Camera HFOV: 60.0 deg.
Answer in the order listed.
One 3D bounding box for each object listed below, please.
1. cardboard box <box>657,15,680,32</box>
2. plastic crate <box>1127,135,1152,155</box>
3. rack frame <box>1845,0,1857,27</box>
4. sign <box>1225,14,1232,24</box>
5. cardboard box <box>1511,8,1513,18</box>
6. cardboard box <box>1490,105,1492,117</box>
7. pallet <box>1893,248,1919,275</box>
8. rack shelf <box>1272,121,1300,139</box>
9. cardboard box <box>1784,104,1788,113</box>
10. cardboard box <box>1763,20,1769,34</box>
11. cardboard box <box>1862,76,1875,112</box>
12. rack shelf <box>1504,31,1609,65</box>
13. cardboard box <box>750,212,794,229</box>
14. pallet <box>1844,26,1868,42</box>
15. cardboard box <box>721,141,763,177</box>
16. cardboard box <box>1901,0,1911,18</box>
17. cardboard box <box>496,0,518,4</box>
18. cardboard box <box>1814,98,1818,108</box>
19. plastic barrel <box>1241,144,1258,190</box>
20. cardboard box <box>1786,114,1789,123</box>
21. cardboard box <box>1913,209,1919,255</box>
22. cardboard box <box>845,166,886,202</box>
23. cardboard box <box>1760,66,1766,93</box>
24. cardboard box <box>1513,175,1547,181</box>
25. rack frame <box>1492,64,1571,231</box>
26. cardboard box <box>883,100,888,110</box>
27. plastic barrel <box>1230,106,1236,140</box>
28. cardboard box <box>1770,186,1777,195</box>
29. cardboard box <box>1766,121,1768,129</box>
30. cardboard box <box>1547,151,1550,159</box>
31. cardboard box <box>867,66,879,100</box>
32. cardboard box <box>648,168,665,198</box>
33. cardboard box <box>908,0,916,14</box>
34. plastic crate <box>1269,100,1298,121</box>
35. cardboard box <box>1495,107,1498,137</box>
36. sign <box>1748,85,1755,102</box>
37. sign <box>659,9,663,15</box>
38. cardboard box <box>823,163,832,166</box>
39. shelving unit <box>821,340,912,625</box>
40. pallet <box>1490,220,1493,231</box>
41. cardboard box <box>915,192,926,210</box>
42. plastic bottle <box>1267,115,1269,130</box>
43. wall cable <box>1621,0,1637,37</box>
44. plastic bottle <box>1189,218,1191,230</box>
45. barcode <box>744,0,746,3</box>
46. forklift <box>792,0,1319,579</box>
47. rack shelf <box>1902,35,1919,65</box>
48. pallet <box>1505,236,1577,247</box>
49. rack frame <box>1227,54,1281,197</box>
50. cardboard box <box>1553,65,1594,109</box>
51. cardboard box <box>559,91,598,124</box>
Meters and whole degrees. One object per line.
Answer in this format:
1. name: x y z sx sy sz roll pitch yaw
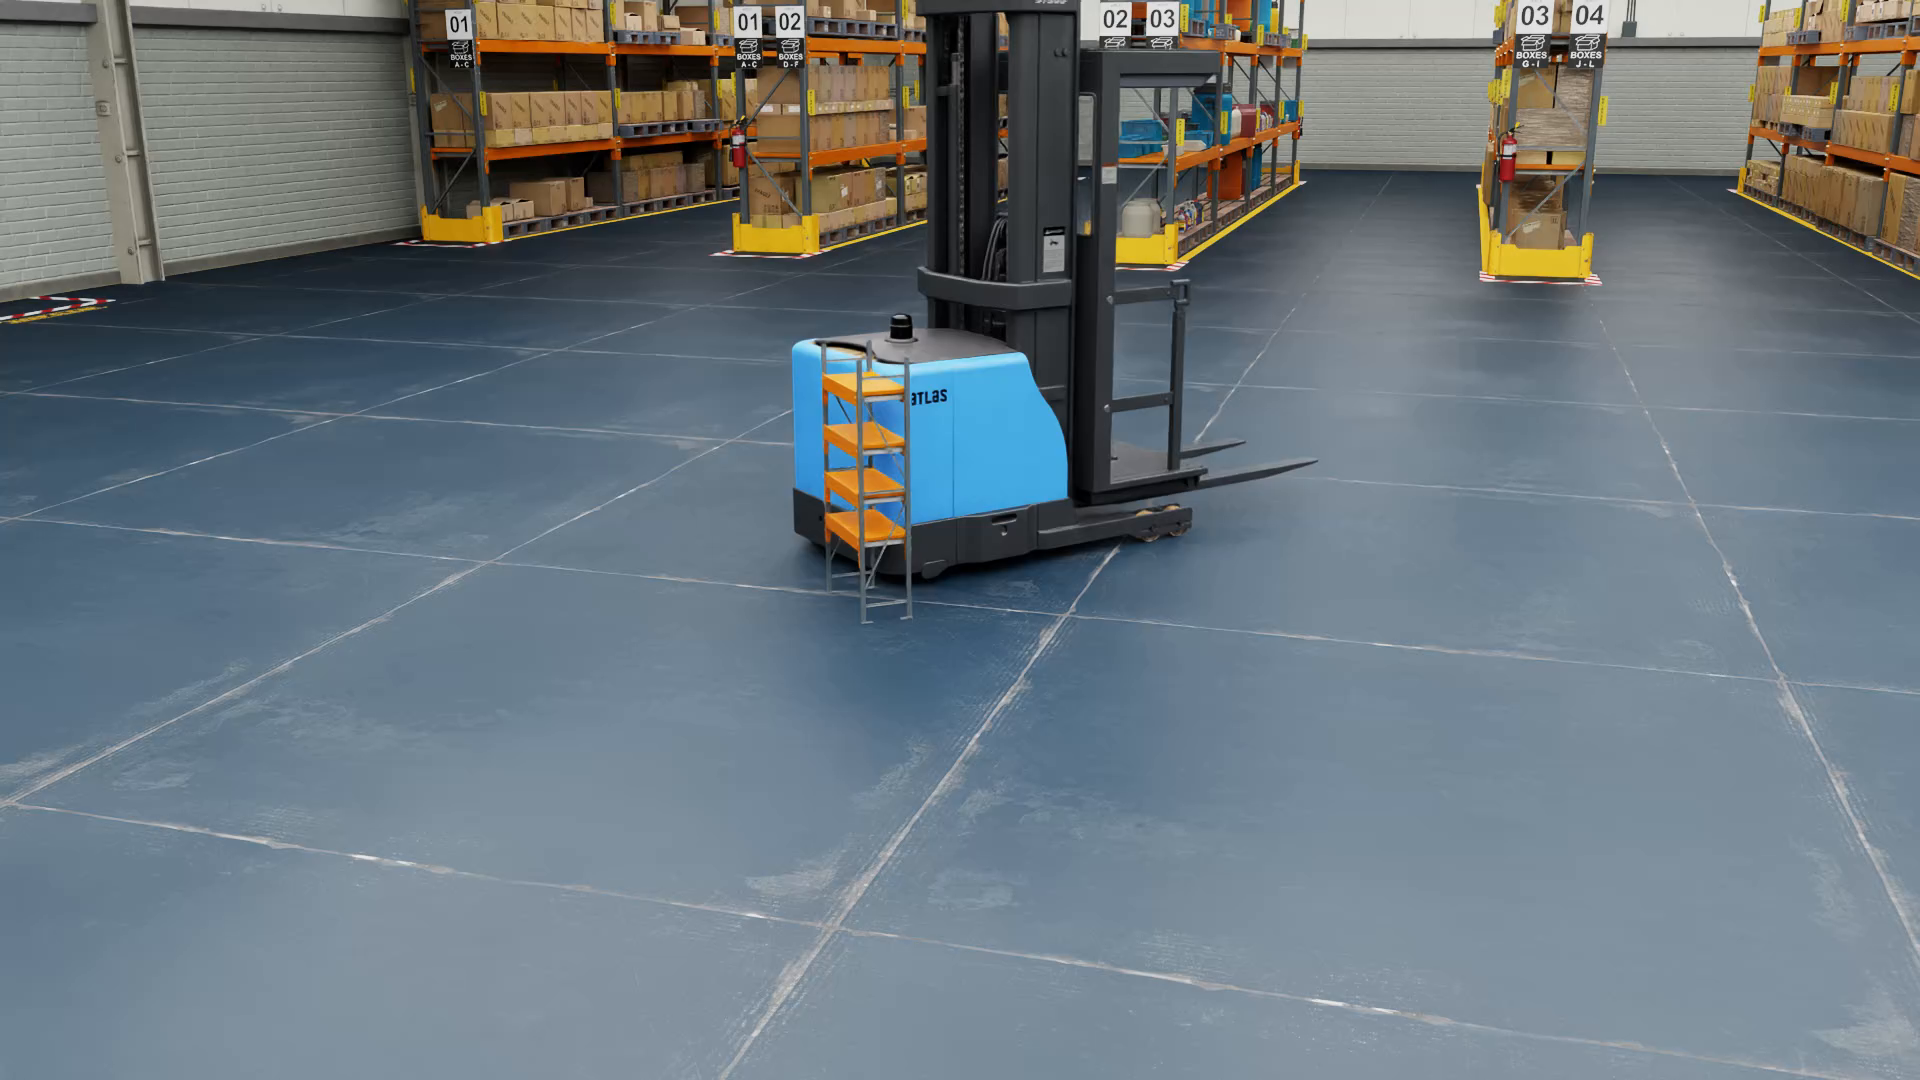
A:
1. cardboard box: -5.445 -9.058 29.545 0.797 0.503 0.637 7 17 24
2. plastic crate: 2.283 -5.279 22.215 0.499 0.251 0.408 5 16 16
3. rack frame: 13.986 -9.211 24.811 1.000 3.000 0.127 5 16 16
4. sign: 3.899 -7.475 24.172 0.100 0.325 0.005 5 16 16
5. cardboard box: 7.735 -7.191 22.731 0.380 0.149 0.250 4 16 14
6. cardboard box: 11.138 -8.795 34.069 0.500 0.250 0.500 4 16 14
7. pallet: 12.214 -3.423 20.512 1.003 0.211 1.213 5 16 16
8. rack shelf: 6.216 -8.343 34.065 1.077 0.370 4.000 5 16 16
9. cardboard box: 14.499 -7.460 28.778 0.380 0.149 0.250 4 16 15
10. cardboard box: 15.883 -9.931 32.209 0.500 0.250 0.500 5 17 17
11. cardboard box: 13.563 -6.470 24.127 0.700 0.500 0.500 4 16 15
12. rack shelf: 7.555 -6.263 21.233 1.077 0.370 4.000 5 16 16
13. cardboard box: -2.641 -4.454 23.305 0.500 0.250 0.500 5 16 16
14. pallet: 13.854 -7.504 24.638 1.213 0.211 1.003 5 17 18
15. cardboard box: -4.398 -7.467 32.826 0.750 0.750 0.750 5 16 16
16. cardboard box: 12.897 -7.096 22.176 0.500 0.250 0.500 5 17 16
17. cardboard box: -6.728 -7.986 23.938 0.500 0.500 0.500 4 16 15
18. cardboard box: 13.760 -6.921 26.334 0.380 0.149 0.250 4 16 15
19. plastic barrel: 5.276 -7.032 31.201 0.600 0.901 0.708 5 16 16
20. cardboard box: 14.422 -7.247 28.572 0.380 0.149 0.250 5 17 16
21. cardboard box: 12.090 -3.824 19.939 0.875 0.875 0.875 4 16 15
22. cardboard box: -1.449 -5.430 25.371 0.500 0.500 0.500 5 16 16
23. cardboard box: 15.741 -8.860 32.009 0.500 0.500 0.500 5 17 17
24. cardboard box: 8.957 -5.788 26.139 0.500 0.250 0.500 7 17 22
25. rack frame: 8.123 -5.689 23.389 1.000 3.000 0.127 5 16 16
26. cardboard box: -1.318 -6.666 25.462 0.380 0.149 0.250 4 16 15
27. plastic barrel: 4.188 -6.677 26.623 0.433 0.535 0.433 0 16 0
28. cardboard box: 14.908 -6.330 30.106 0.380 0.149 0.250 5 17 17
29. cardboard box: 15.553 -7.891 31.614 0.380 0.149 0.250 4 16 15
30. cardboard box: 7.645 -4.905 21.087 0.380 0.149 0.250 5 16 16
31. cardboard box: -1.636 -6.881 25.033 0.700 0.500 0.500 5 16 16
32. cardboard box: -5.649 -6.314 29.366 0.700 0.500 0.500 5 17 17
33. cardboard box: -1.021 -8.701 26.642 0.500 0.500 0.500 6 17 21
34. plastic crate: 6.868 -9.156 35.439 0.616 0.435 0.499 5 16 16
35. cardboard box: 9.162 -6.932 27.588 0.500 0.500 0.500 5 17 18
36. sign: 15.740 -8.876 33.039 0.100 0.325 0.005 5 16 16
37. sign: -5.517 -9.663 30.810 0.100 0.325 0.005 5 16 16
38. cardboard box: -3.246 -8.387 36.712 0.700 0.500 0.500 5 17 17
39. shelving unit: -0.428 -0.272 7.588 0.258 1.200 0.503 -7 17 -22
40. pallet: 8.343 -4.551 24.488 1.003 0.211 1.213 5 16 16
41. cardboard box: -0.875 -5.557 27.194 0.500 0.250 0.500 5 17 17
42. plastic bottle: 5.742 -7.883 31.351 0.152 0.276 0.135 5 16 16
43. wall cable: 16.445 -14.474 37.474 2.277 5.999 0.120 5 16 16
44. plastic bottle: 3.206 -4.484 23.463 0.097 0.201 0.097 0 16 0
45. barcode: -2.887 -7.250 22.333 0.001 0.075 0.075 5 16 16
46. forklift: 0.640 -1.508 8.776 3.031 2.935 1.130 -10 19 -32
47. rack shelf: 12.281 -5.852 19.784 1.077 0.370 4.000 5 16 16
48. pallet: 7.621 -3.849 22.012 1.003 0.211 1.213 5 16 16
49. rack frame: 5.648 -8.166 32.123 1.000 3.000 0.127 5 16 16
50. cardboard box: 7.404 -5.437 19.942 0.500 0.500 0.500 5 16 16
51. cardboard box: -6.099 -6.861 26.385 0.500 0.500 0.500 5 16 16
